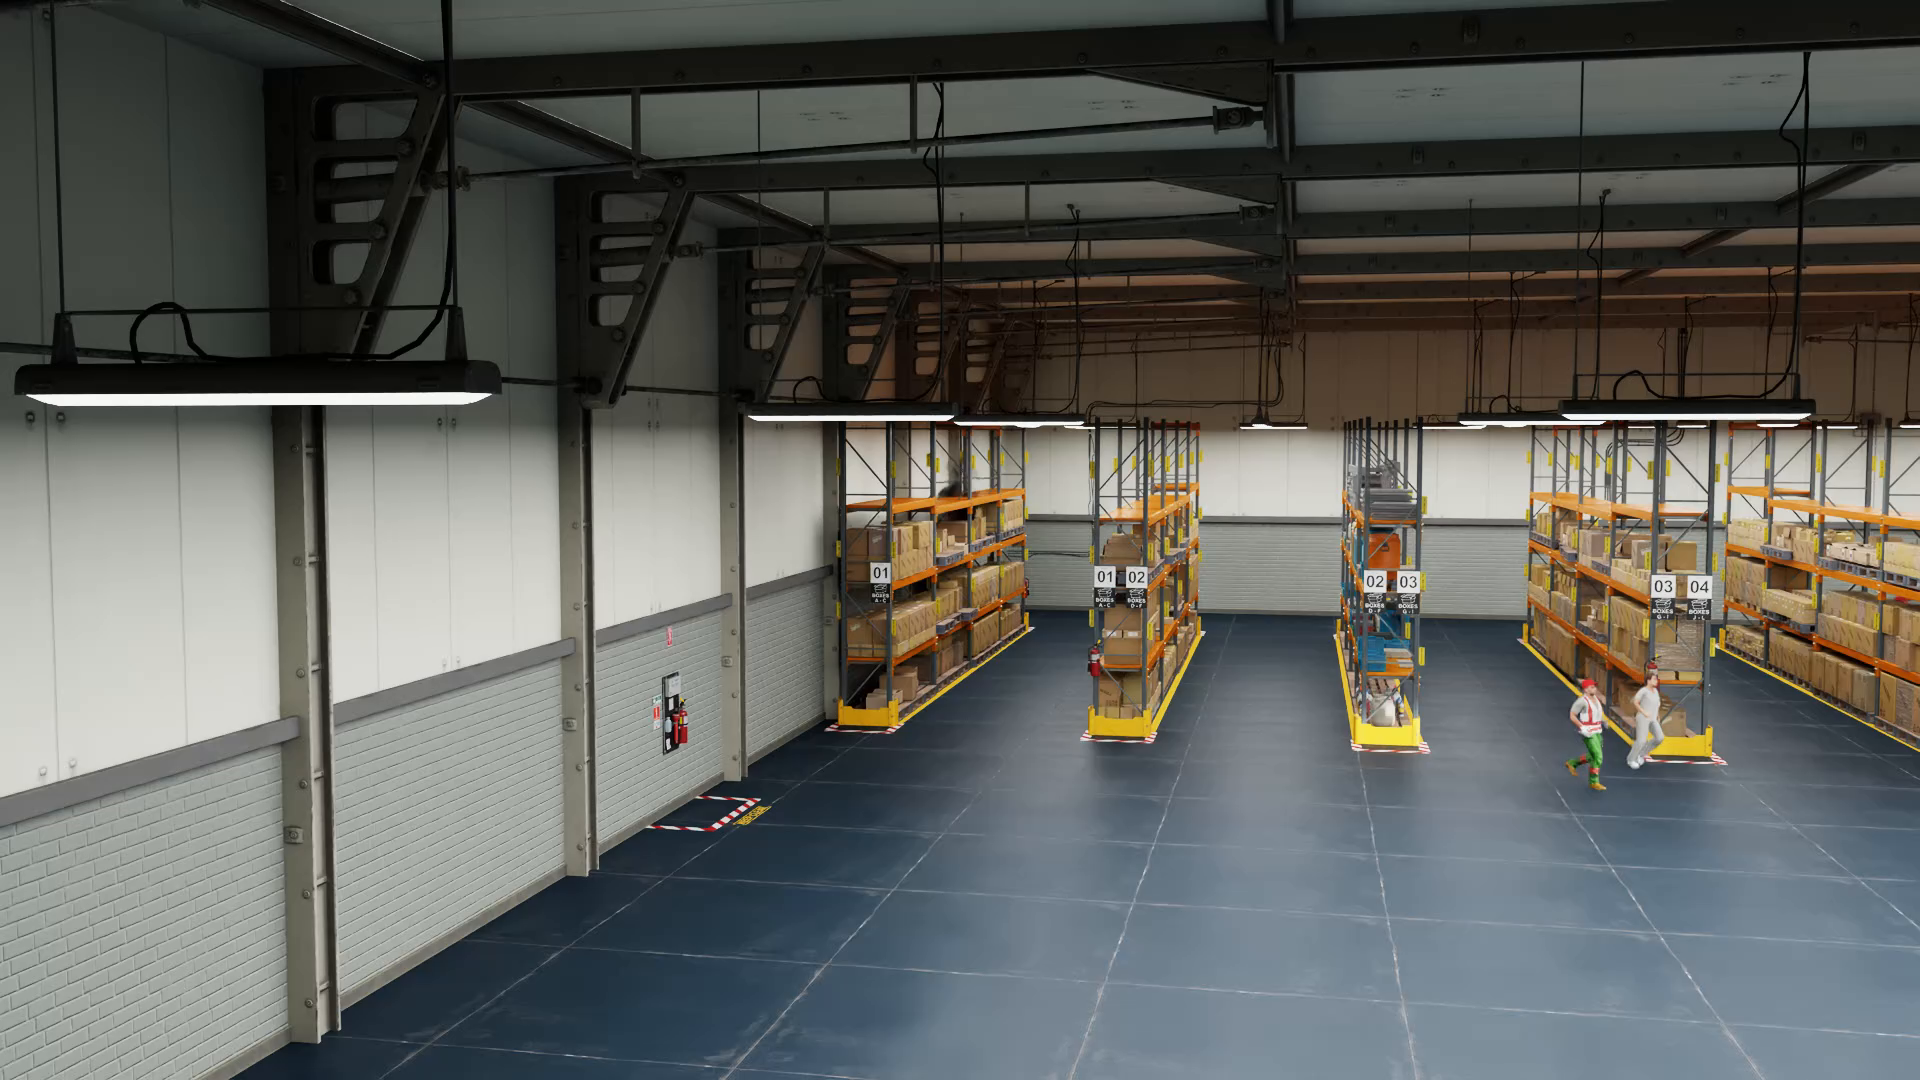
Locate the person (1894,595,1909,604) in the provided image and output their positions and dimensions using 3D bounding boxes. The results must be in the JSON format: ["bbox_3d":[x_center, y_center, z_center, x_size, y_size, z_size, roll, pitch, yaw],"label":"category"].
[{"bbox_3d":[25.167,2.000,44.618,0.646,1.702,0.716,1,4,21],"label":"person"}]

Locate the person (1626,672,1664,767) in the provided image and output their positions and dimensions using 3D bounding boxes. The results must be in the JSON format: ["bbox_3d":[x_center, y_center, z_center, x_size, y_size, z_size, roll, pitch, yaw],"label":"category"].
[{"bbox_3d":[11.777,3.067,28.388,0.624,1.613,0.549,-2,4,-23],"label":"person"}]

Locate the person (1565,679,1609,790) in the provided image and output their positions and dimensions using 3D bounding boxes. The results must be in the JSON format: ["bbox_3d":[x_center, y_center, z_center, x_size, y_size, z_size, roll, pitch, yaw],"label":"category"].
[{"bbox_3d":[10.114,3.110,26.823,0.650,1.768,0.722,-3,5,-38],"label":"person"}]
